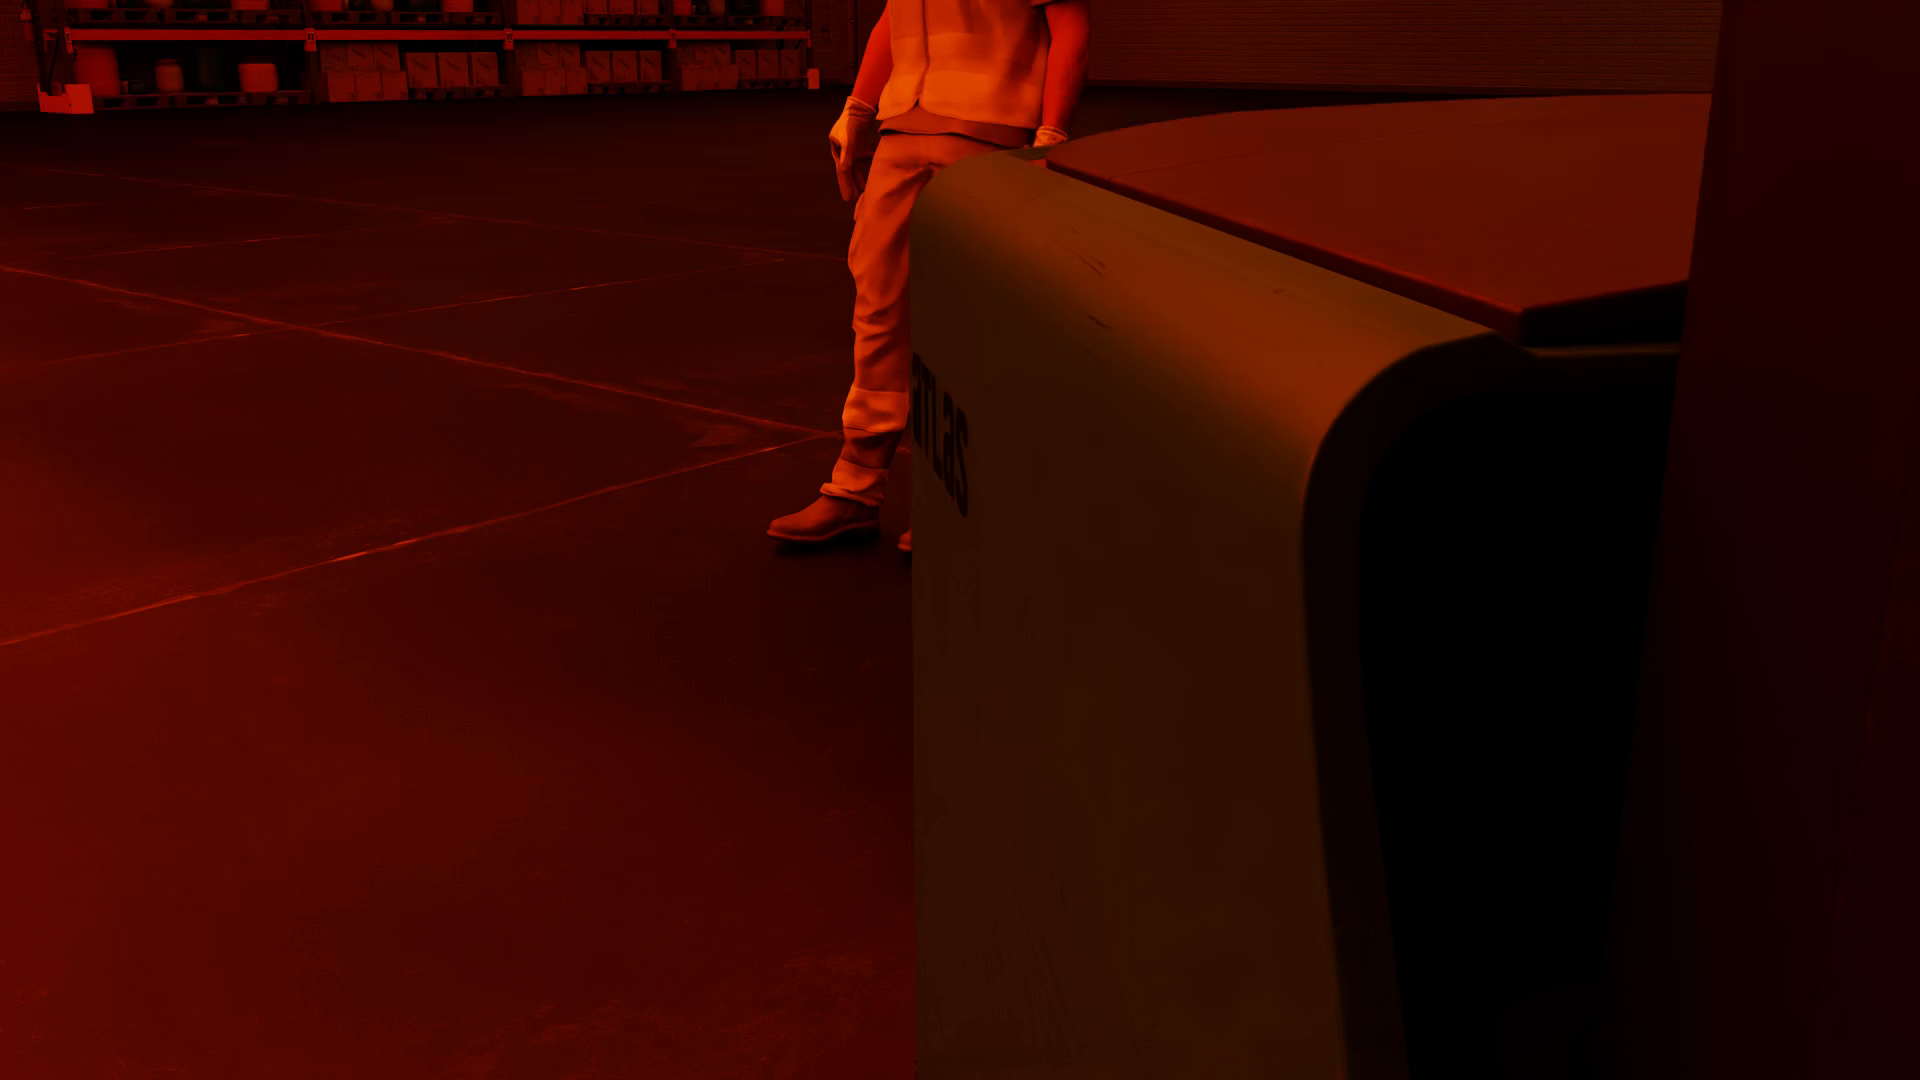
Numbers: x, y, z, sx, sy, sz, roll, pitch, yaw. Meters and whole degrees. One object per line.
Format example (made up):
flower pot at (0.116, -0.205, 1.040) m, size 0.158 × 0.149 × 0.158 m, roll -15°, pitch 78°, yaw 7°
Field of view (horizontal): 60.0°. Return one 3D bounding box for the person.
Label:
person at (-0.061, -0.847, 3.628) m, size 0.637 × 1.790 × 0.562 m, roll 13°, pitch 21°, yaw 37°
